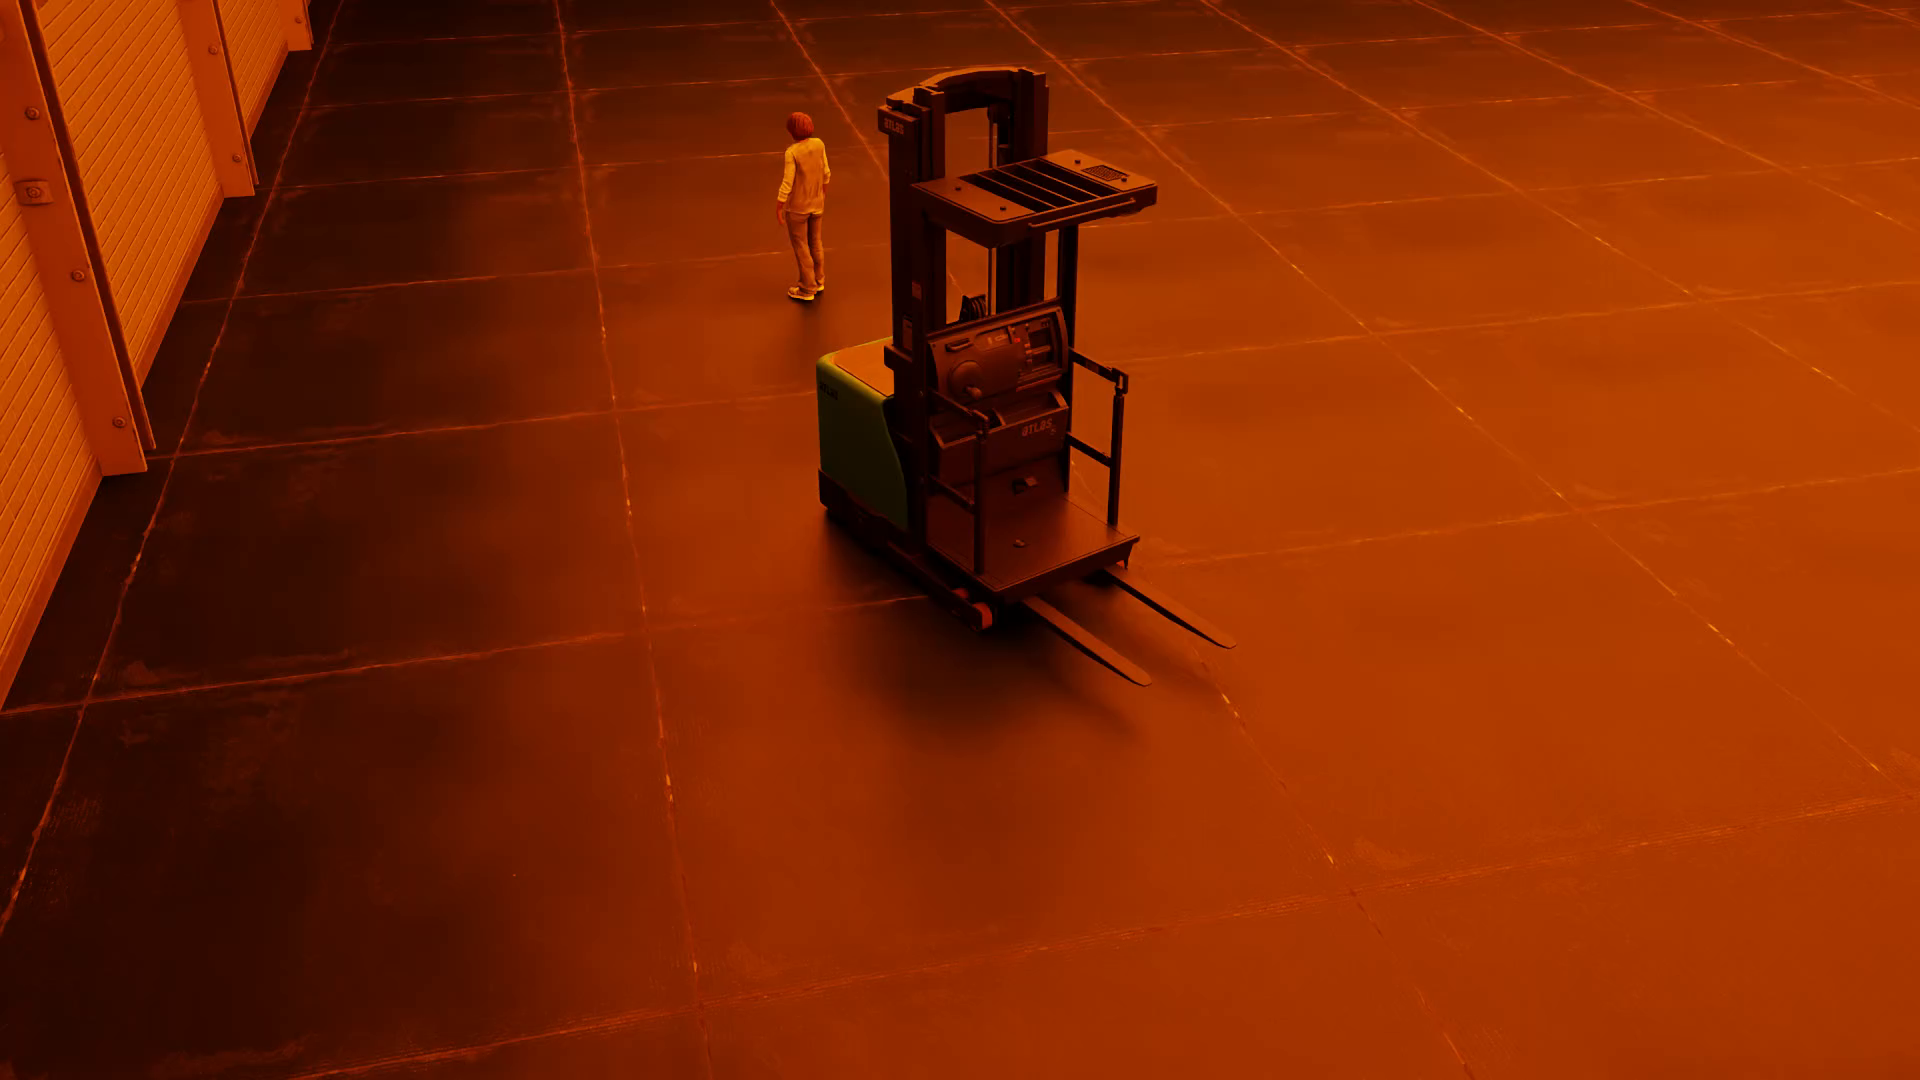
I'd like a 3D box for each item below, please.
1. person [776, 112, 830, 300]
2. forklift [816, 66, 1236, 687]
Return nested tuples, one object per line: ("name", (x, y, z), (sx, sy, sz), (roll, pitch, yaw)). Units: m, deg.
("person", (-1.319, -2.744, 13.632), (0.520, 1.600, 0.472), (-25, 38, -36))
("forklift", (0.355, -1.021, 9.338), (1.130, 2.935, 3.031), (-20, 35, -30))
